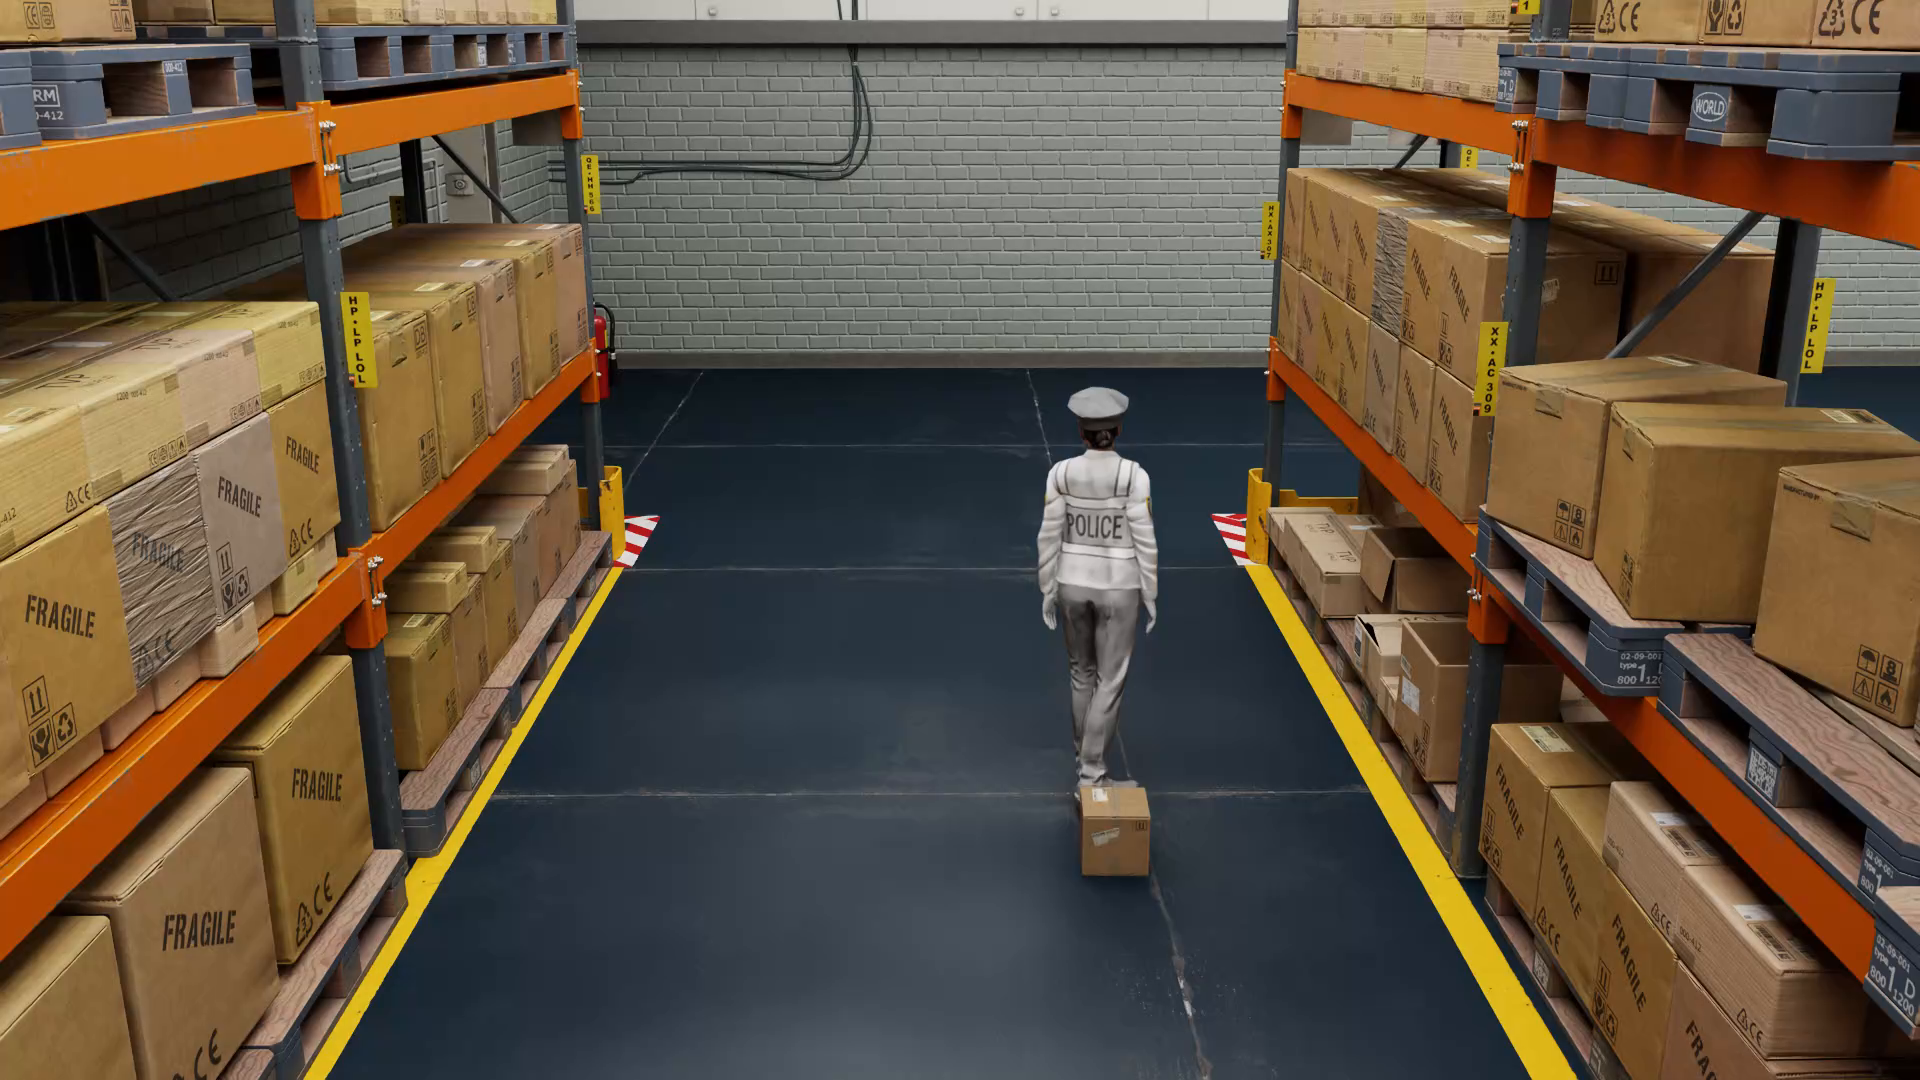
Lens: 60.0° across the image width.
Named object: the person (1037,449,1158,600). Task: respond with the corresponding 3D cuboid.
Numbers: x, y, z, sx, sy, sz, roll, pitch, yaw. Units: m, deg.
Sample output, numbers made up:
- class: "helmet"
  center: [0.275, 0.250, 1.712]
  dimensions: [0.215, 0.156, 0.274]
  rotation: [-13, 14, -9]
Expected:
- class: "person"
  center: [0.575, -0.070, 6.751]
  dimensions: [0.504, 0.621, 0.339]
  rotation: [8, 19, 24]
